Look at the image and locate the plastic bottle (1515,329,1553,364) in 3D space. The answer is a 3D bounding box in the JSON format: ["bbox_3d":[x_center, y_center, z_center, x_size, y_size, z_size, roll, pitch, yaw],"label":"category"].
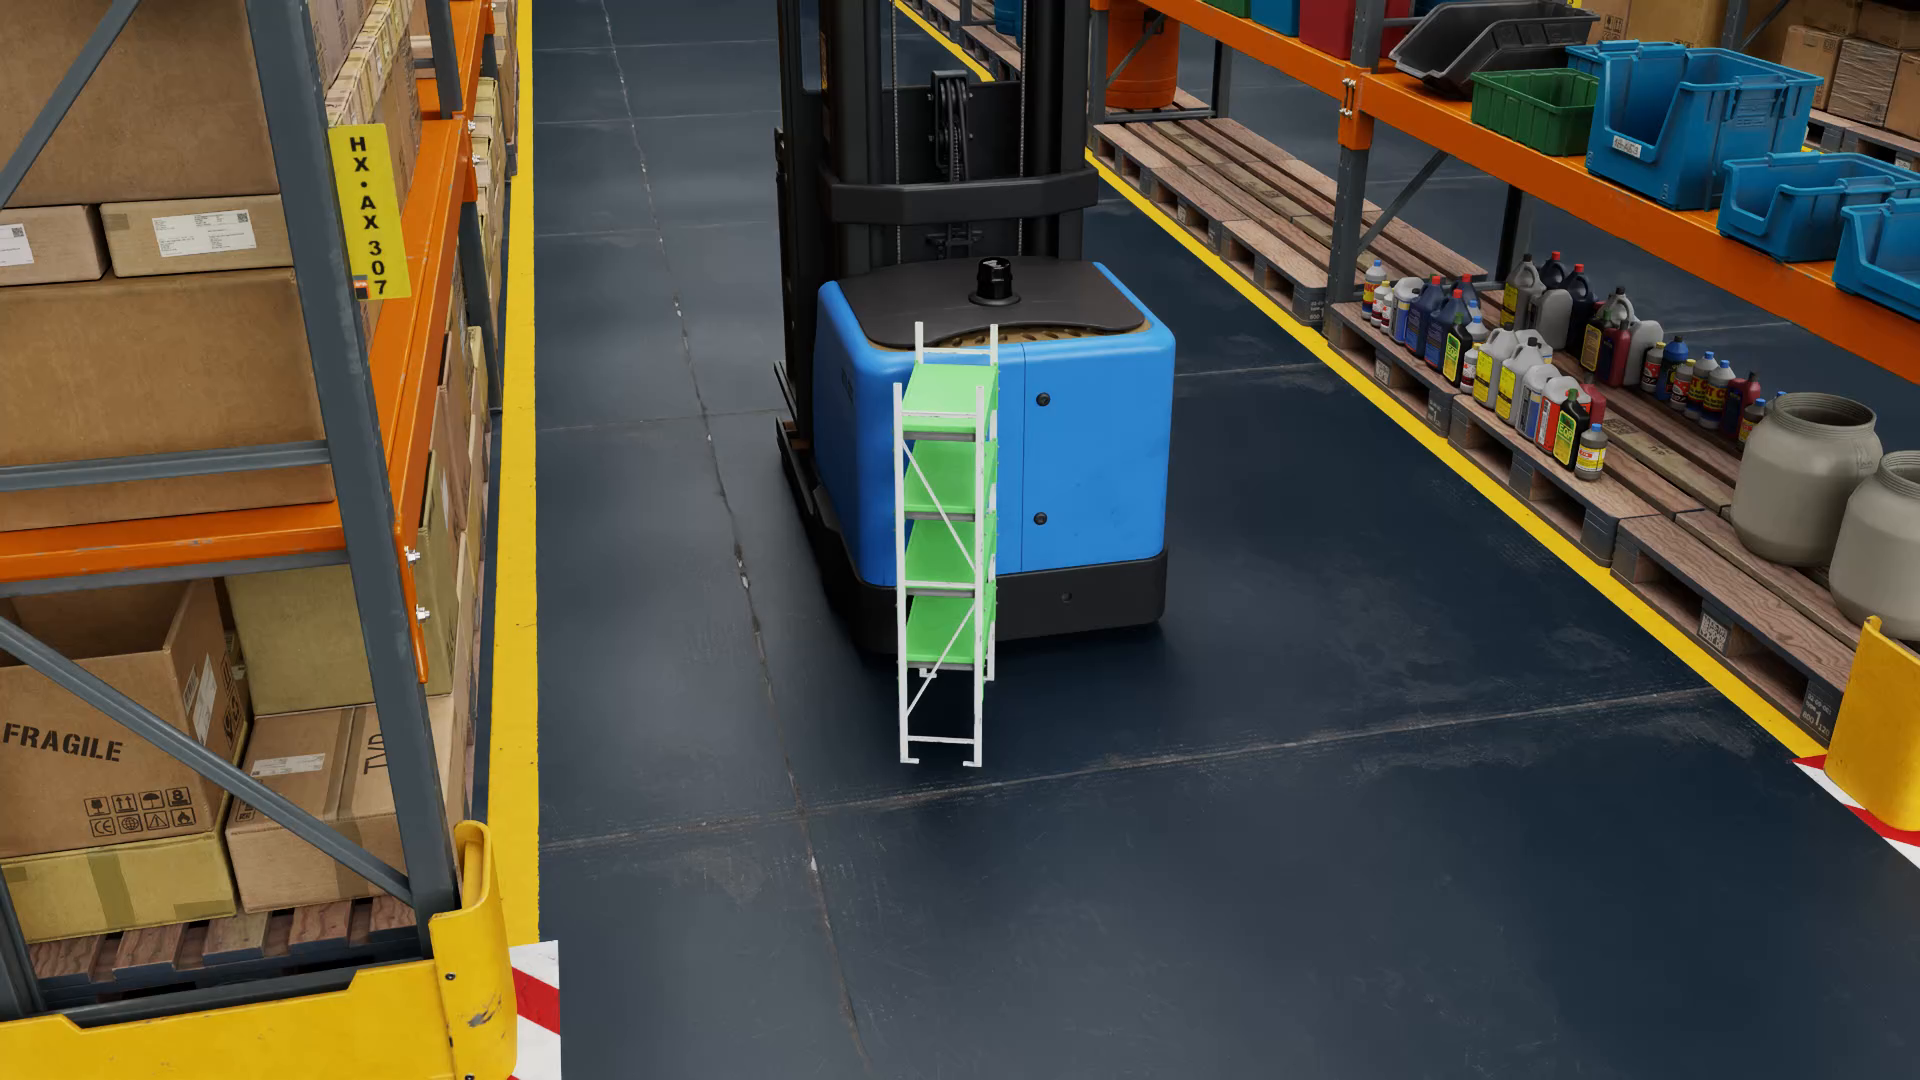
[{"bbox_3d":[2.352,-0.723,6.888,0.152,0.276,0.135,-6,27,-12],"label":"plastic bottle"}]

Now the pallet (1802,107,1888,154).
[{"bbox_3d":[6.397,-3.054,12.065,1.003,0.211,1.213,-6,27,-12],"label":"pallet"}]

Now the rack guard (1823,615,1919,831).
[{"bbox_3d":[3.136,0.461,4.782,1.175,0.500,0.348,-6,27,-12],"label":"rack guard"}]

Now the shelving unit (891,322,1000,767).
[{"bbox_3d":[-0.033,0.018,4.883,0.258,1.200,0.503,2,27,5],"label":"shelving unit"}]

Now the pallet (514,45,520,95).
[{"bbox_3d":[-4.112,-3.795,13.535,1.003,0.211,1.213,-6,27,-12],"label":"pallet"}]

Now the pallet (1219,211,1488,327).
[{"bbox_3d":[2.083,-1.479,8.945,1.003,0.211,1.213,-6,27,-12],"label":"pallet"}]

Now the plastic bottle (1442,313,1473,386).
[{"bbox_3d":[2.115,-0.810,7.053,0.061,0.283,0.133,-5,27,-9],"label":"plastic bottle"}]

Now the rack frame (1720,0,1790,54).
[{"bbox_3d":[6.222,-4.642,12.117,1.000,3.000,0.127,-6,27,-12],"label":"rack frame"}]

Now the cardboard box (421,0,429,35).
[{"bbox_3d":[-2.918,-2.716,8.191,0.500,0.500,0.500,-6,27,-12],"label":"cardboard box"}]

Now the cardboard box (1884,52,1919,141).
[{"bbox_3d":[6.664,-2.940,11.031,0.700,0.500,0.500,-4,27,-7],"label":"cardboard box"}]

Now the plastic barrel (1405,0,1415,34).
[{"bbox_3d":[2.296,-2.886,8.487,0.433,0.535,0.433,0,27,0],"label":"plastic barrel"}]

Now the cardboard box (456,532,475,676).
[{"bbox_3d":[-1.760,0.218,5.074,0.500,0.250,0.500,-6,27,-12],"label":"cardboard box"}]

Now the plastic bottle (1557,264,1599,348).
[{"bbox_3d":[2.767,-1.059,7.470,0.144,0.351,0.185,-7,28,-14],"label":"plastic bottle"}]

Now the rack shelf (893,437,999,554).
[{"bbox_3d":[-0.033,-0.139,4.804,0.258,0.148,0.480,2,27,5],"label":"rack shelf"}]

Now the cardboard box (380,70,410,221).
[{"bbox_3d":[-2.188,-1.280,5.346,0.700,0.500,0.500,-6,27,-11],"label":"cardboard box"}]

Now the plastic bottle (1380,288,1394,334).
[{"bbox_3d":[1.988,-1.056,7.631,0.097,0.201,0.097,0,27,0],"label":"plastic bottle"}]

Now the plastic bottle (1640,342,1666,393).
[{"bbox_3d":[2.926,-0.729,6.984,0.097,0.201,0.097,0,27,0],"label":"plastic bottle"}]

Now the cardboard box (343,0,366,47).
[{"bbox_3d":[-2.084,-1.650,4.639,0.700,0.500,0.500,-6,27,-12],"label":"cardboard box"}]

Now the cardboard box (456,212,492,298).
[{"bbox_3d":[-2.379,-1.298,7.456,0.500,0.311,0.500,-6,27,-11],"label":"cardboard box"}]

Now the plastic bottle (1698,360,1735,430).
[{"bbox_3d":[3.017,-0.583,6.616,0.097,0.271,0.097,0,27,0],"label":"plastic bottle"}]

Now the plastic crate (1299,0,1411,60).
[{"bbox_3d":[1.890,-2.593,7.987,0.402,0.464,0.583,-6,27,-12],"label":"plastic crate"}]

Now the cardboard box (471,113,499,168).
[{"bbox_3d":[-2.838,-2.193,9.230,0.500,0.311,0.500,-6,27,-12],"label":"cardboard box"}]

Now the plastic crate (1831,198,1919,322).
[{"bbox_3d":[2.795,-0.750,4.571,0.499,0.251,0.616,-6,27,-12],"label":"plastic crate"}]

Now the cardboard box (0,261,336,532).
[{"bbox_3d":[-1.720,-0.376,3.555,0.700,0.500,0.500,-6,27,-12],"label":"cardboard box"}]

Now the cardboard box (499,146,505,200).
[{"bbox_3d":[-2.955,-2.165,9.796,0.500,0.250,0.500,-6,27,-12],"label":"cardboard box"}]

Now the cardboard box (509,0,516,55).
[{"bbox_3d":[-3.942,-4.286,13.699,0.500,0.500,0.500,-6,27,-12],"label":"cardboard box"}]

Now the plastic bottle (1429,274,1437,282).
[{"bbox_3d":[2.146,-1.054,7.535,0.061,0.283,0.133,-6,27,-12],"label":"plastic bottle"}]

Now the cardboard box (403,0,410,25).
[{"bbox_3d":[-2.144,-1.894,5.843,0.380,0.149,0.250,-7,28,-13],"label":"cardboard box"}]

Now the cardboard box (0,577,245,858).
[{"bbox_3d":[-2.038,0.375,3.932,0.500,0.500,0.500,-6,27,-12],"label":"cardboard box"}]

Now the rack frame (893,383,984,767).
[{"bbox_3d":[-0.056,0.127,4.666,0.240,1.200,0.015,2,27,5],"label":"rack frame"}]

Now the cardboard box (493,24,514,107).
[{"bbox_3d":[-3.486,-3.397,11.936,0.500,0.500,0.500,-6,27,-12],"label":"cardboard box"}]

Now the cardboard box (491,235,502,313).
[{"bbox_3d":[-2.492,-1.268,8.019,0.500,0.250,0.500,-5,27,-10],"label":"cardboard box"}]

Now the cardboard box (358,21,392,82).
[{"bbox_3d":[-1.912,-1.444,4.951,0.380,0.149,0.250,-5,27,-10],"label":"cardboard box"}]

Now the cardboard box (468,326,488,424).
[{"bbox_3d":[-2.212,-0.660,6.814,0.500,0.250,0.500,-6,27,-12],"label":"cardboard box"}]

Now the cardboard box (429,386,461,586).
[{"bbox_3d":[-1.771,-0.116,4.903,0.500,0.500,0.500,-6,27,-12],"label":"cardboard box"}]

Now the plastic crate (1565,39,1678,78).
[{"bbox_3d":[2.812,-1.858,6.767,0.499,0.251,0.616,-6,27,-12],"label":"plastic crate"}]

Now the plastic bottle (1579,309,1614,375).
[{"bbox_3d":[2.746,-0.865,7.162,0.061,0.283,0.133,-6,27,-12],"label":"plastic bottle"}]

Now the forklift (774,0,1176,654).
[{"bbox_3d":[-0.142,-1.585,6.137,1.130,2.935,3.031,-6,27,-12],"label":"forklift"}]

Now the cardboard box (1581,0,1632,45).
[{"bbox_3d":[5.893,-4.578,13.882,1.225,0.875,0.875,-6,27,-11],"label":"cardboard box"}]

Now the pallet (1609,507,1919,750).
[{"bbox_3d":[2.958,0.232,5.555,1.003,0.211,1.213,-6,27,-12],"label":"pallet"}]

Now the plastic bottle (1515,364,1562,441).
[{"bbox_3d":[2.297,-0.543,6.532,0.152,0.276,0.135,-7,28,-13],"label":"plastic bottle"}]

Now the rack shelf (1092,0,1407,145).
[{"bbox_3d":[1.847,-2.939,9.543,1.077,0.370,4.000,-6,27,-12],"label":"rack shelf"}]

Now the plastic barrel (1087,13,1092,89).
[{"bbox_3d":[1.055,-3.667,12.482,0.421,0.512,0.421,0,27,0],"label":"plastic barrel"}]

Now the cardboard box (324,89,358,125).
[{"bbox_3d":[-1.678,-0.990,4.051,0.380,0.149,0.250,-6,27,-12],"label":"cardboard box"}]

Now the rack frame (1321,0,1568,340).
[{"bbox_3d":[2.298,-2.383,7.642,1.000,3.000,0.127,-6,27,-12],"label":"rack frame"}]

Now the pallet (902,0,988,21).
[{"bbox_3d":[0.013,-5.505,16.923,1.003,0.211,1.213,-6,27,-12],"label":"pallet"}]
